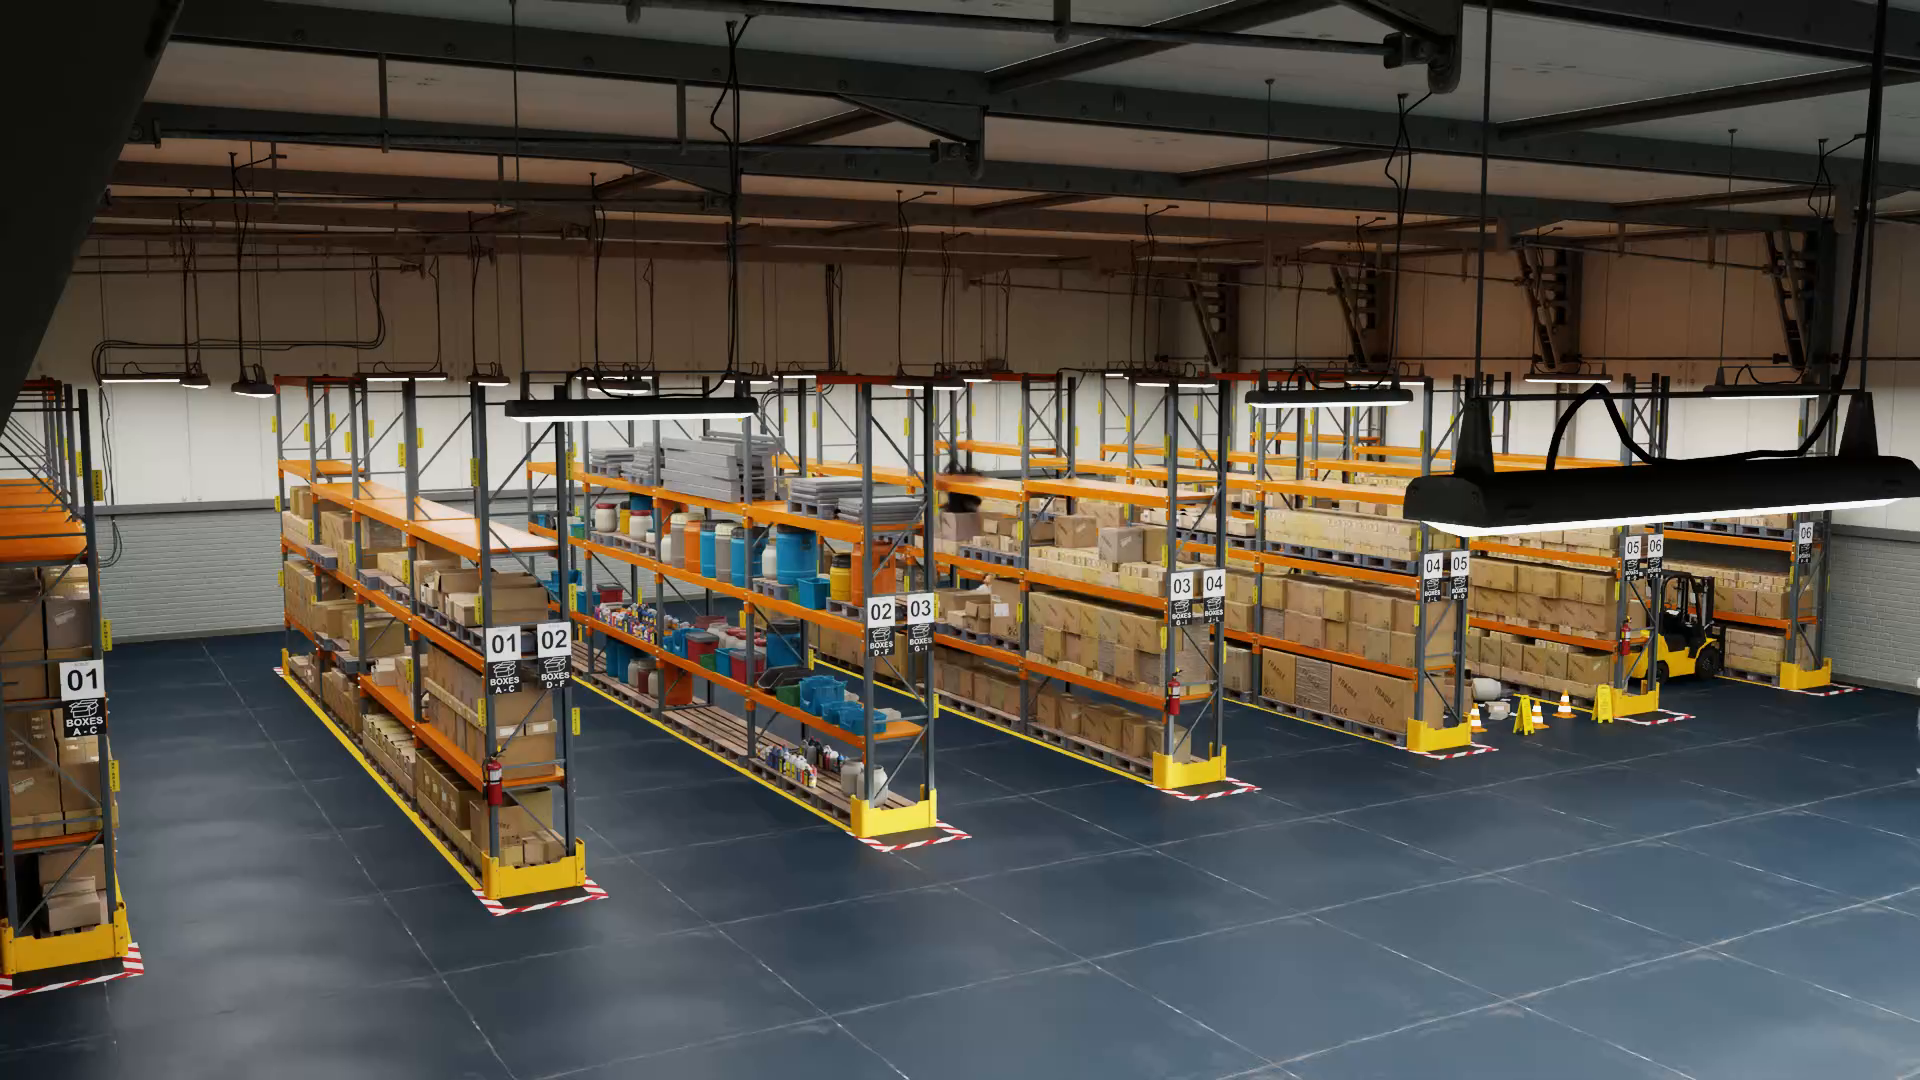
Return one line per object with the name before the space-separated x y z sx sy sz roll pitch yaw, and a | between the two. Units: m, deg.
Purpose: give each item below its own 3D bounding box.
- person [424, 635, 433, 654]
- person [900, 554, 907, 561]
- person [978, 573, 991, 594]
person | -10.717 1.813 33.276 0.741 1.812 0.891 -3 7 -29
person | -1.436 1.075 41.160 0.582 1.506 0.613 3 7 23
person | 0.607 1.560 36.171 0.574 1.715 0.714 -3 7 -27
